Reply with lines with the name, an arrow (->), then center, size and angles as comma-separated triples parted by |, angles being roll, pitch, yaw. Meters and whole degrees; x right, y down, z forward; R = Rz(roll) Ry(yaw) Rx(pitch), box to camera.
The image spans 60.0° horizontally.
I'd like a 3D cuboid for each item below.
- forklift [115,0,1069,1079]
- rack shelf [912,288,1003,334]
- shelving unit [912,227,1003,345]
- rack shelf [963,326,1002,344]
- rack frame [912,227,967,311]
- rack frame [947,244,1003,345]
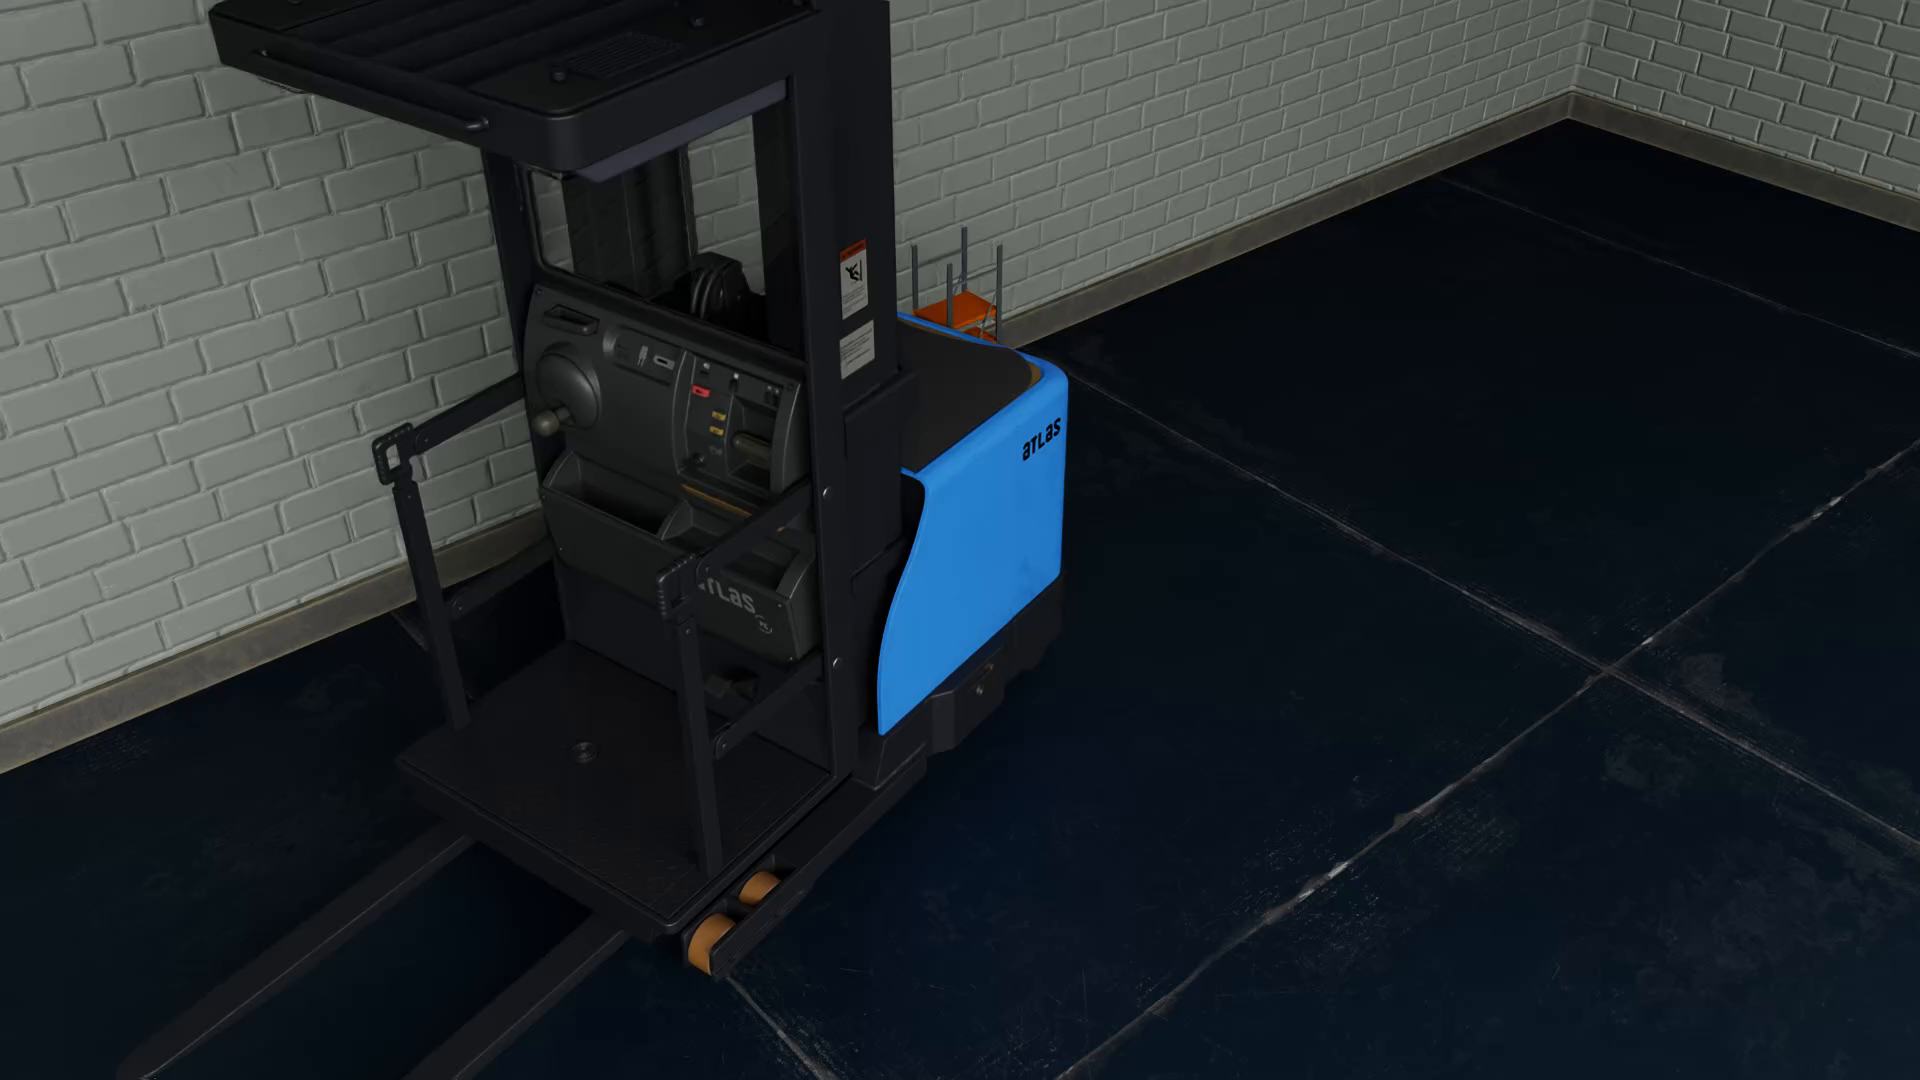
forklift -> -0.907, -0.321, 4.168 | 1.130, 2.935, 3.031 | 22, 41, 28
rack shelf -> -0.009, -0.754, 5.730 | 0.258, 0.103, 0.180 | -26, 43, -32
shelving unit -> -0.009, -0.496, 5.912 | 0.258, 1.200, 0.189 | -26, 43, -32
rack shelf -> -0.009, -0.656, 5.799 | 0.258, 0.103, 0.180 | -26, 43, -32
rack frame -> -0.068, -0.536, 5.969 | 0.240, 1.200, 0.006 | -26, 43, -32
rack frame -> 0.050, -0.456, 5.855 | 0.240, 1.200, 0.006 | -26, 43, -32
